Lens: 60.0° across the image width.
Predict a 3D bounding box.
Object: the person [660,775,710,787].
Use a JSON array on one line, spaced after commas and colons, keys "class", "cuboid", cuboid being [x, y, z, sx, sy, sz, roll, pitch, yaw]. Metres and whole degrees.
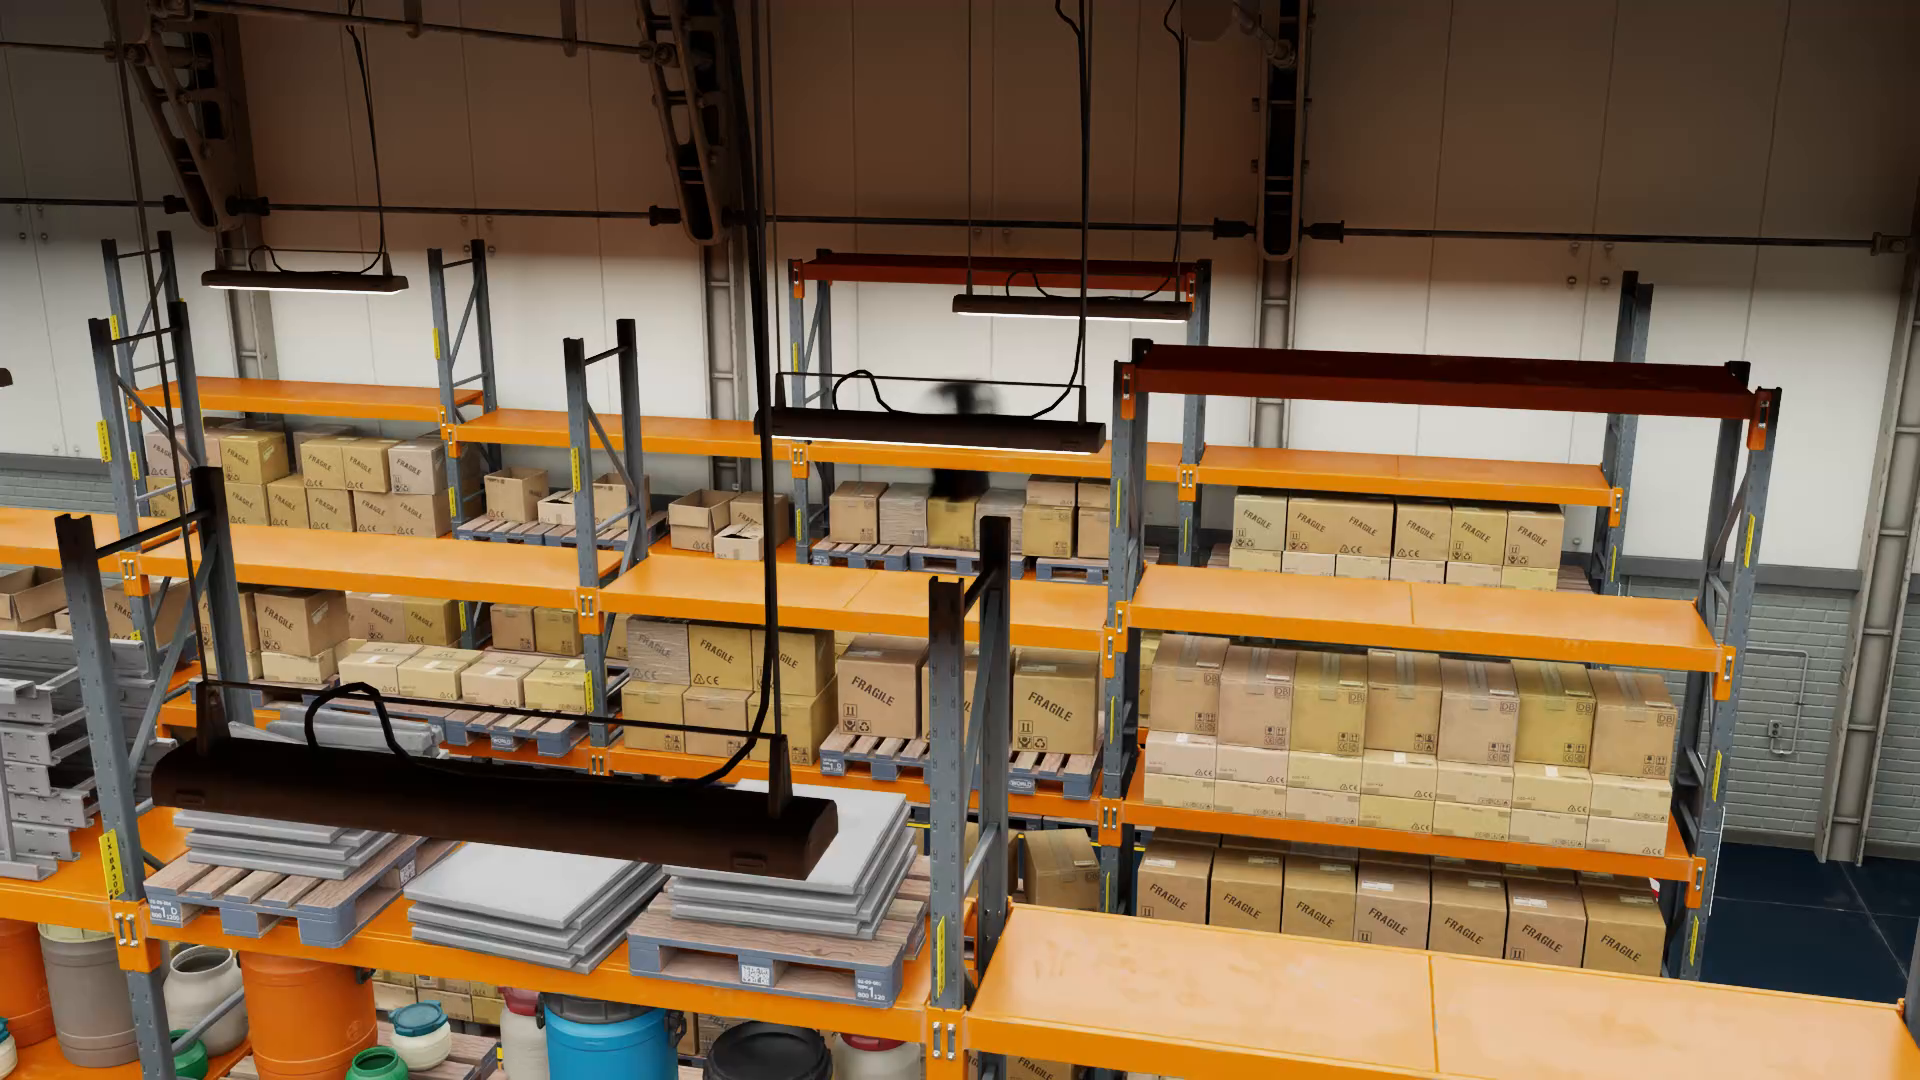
[{"class": "person", "cuboid": [-2.823, 2.521, 17.040, 0.754, 1.592, 0.670, -11, 19, -32]}]
